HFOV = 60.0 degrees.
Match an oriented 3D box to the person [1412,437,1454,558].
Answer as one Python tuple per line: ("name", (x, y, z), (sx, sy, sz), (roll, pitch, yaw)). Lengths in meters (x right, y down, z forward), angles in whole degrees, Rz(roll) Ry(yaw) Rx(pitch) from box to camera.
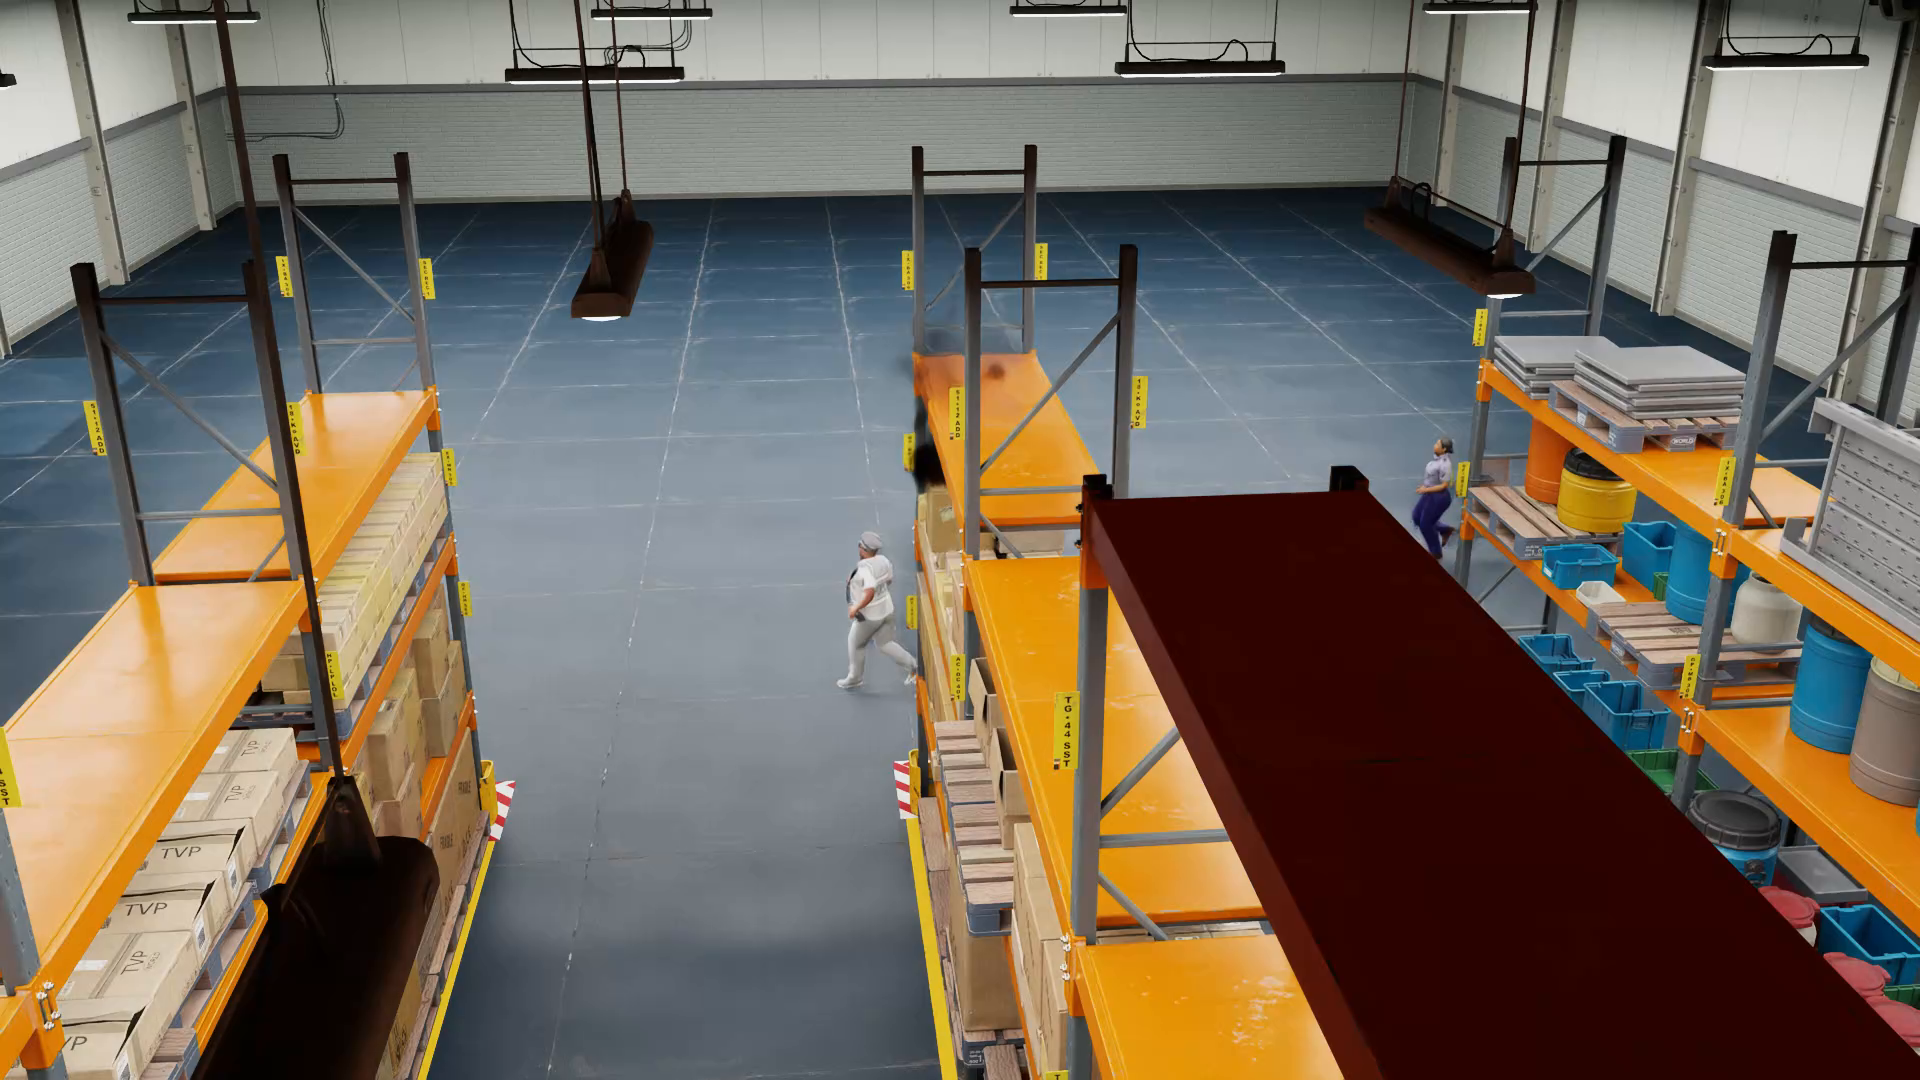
("person", (5.961, -0.527, 20.829), (0.549, 1.606, 0.607), (3, 22, 9))

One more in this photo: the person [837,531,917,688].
("person", (-0.869, 0.786, 17.265), (0.974, 1.797, 0.673), (13, 25, 29))
